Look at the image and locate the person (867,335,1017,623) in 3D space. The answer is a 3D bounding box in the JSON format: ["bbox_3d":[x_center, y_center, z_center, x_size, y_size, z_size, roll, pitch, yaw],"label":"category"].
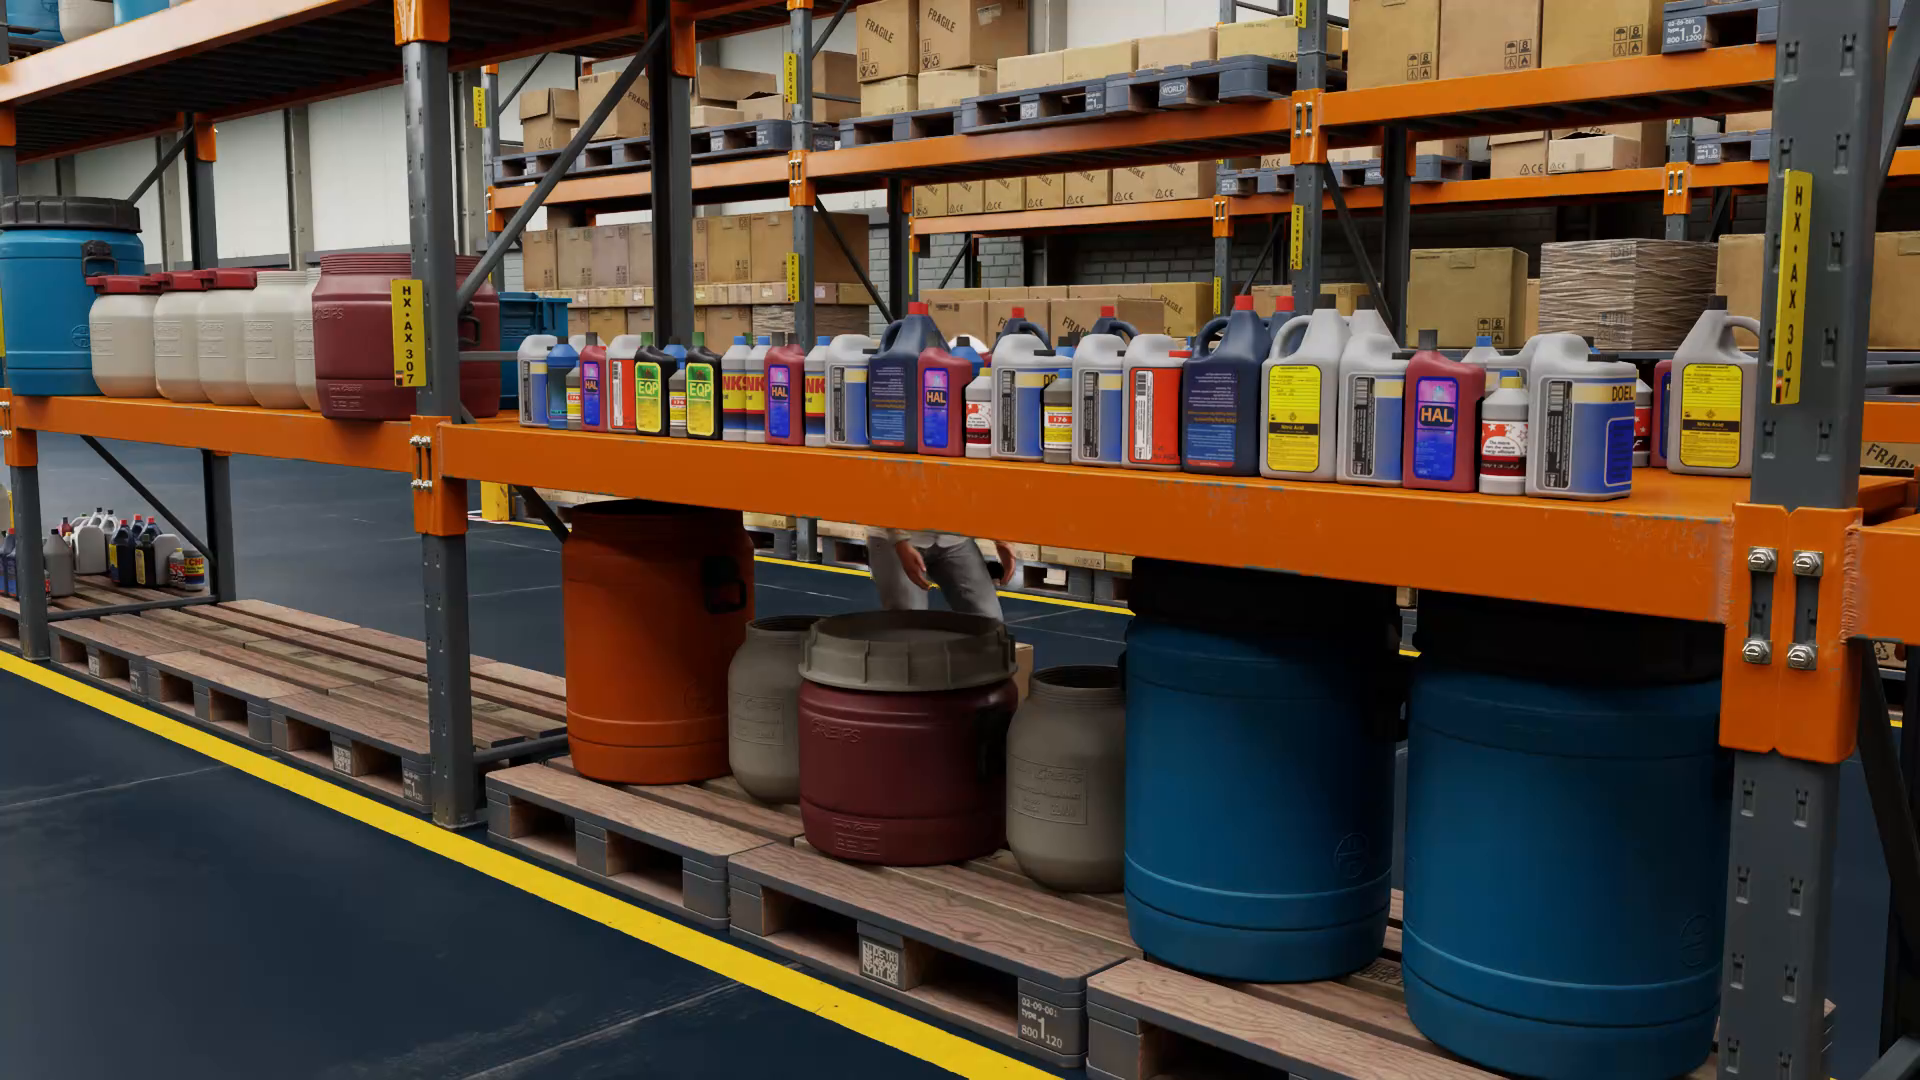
[{"bbox_3d":[-0.062,0.001,6.455,0.586,1.584,0.649,-3,8,-24],"label":"person"}]
